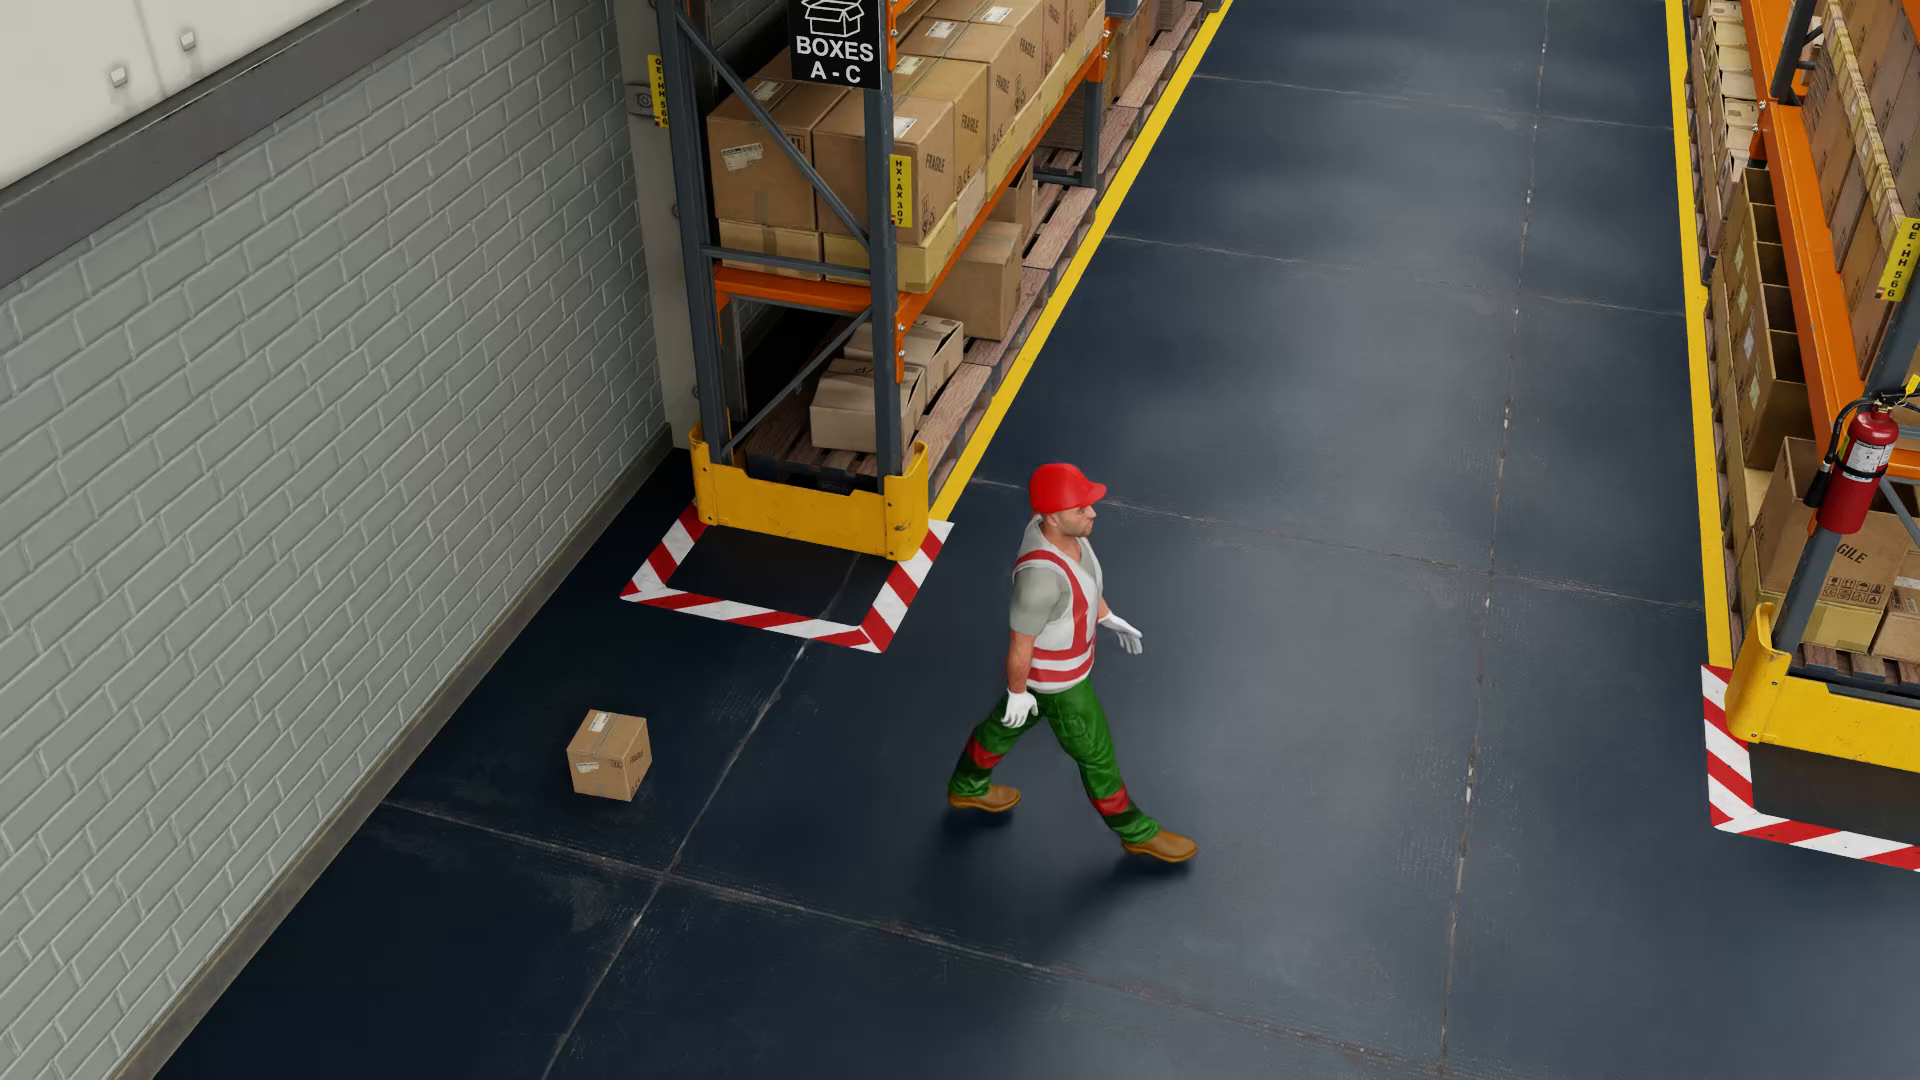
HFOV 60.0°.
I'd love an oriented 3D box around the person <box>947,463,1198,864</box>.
[{"bbox_3d":[0.452,0.444,6.241,1.028,1.728,0.542,5,37,7],"label":"person"}]
